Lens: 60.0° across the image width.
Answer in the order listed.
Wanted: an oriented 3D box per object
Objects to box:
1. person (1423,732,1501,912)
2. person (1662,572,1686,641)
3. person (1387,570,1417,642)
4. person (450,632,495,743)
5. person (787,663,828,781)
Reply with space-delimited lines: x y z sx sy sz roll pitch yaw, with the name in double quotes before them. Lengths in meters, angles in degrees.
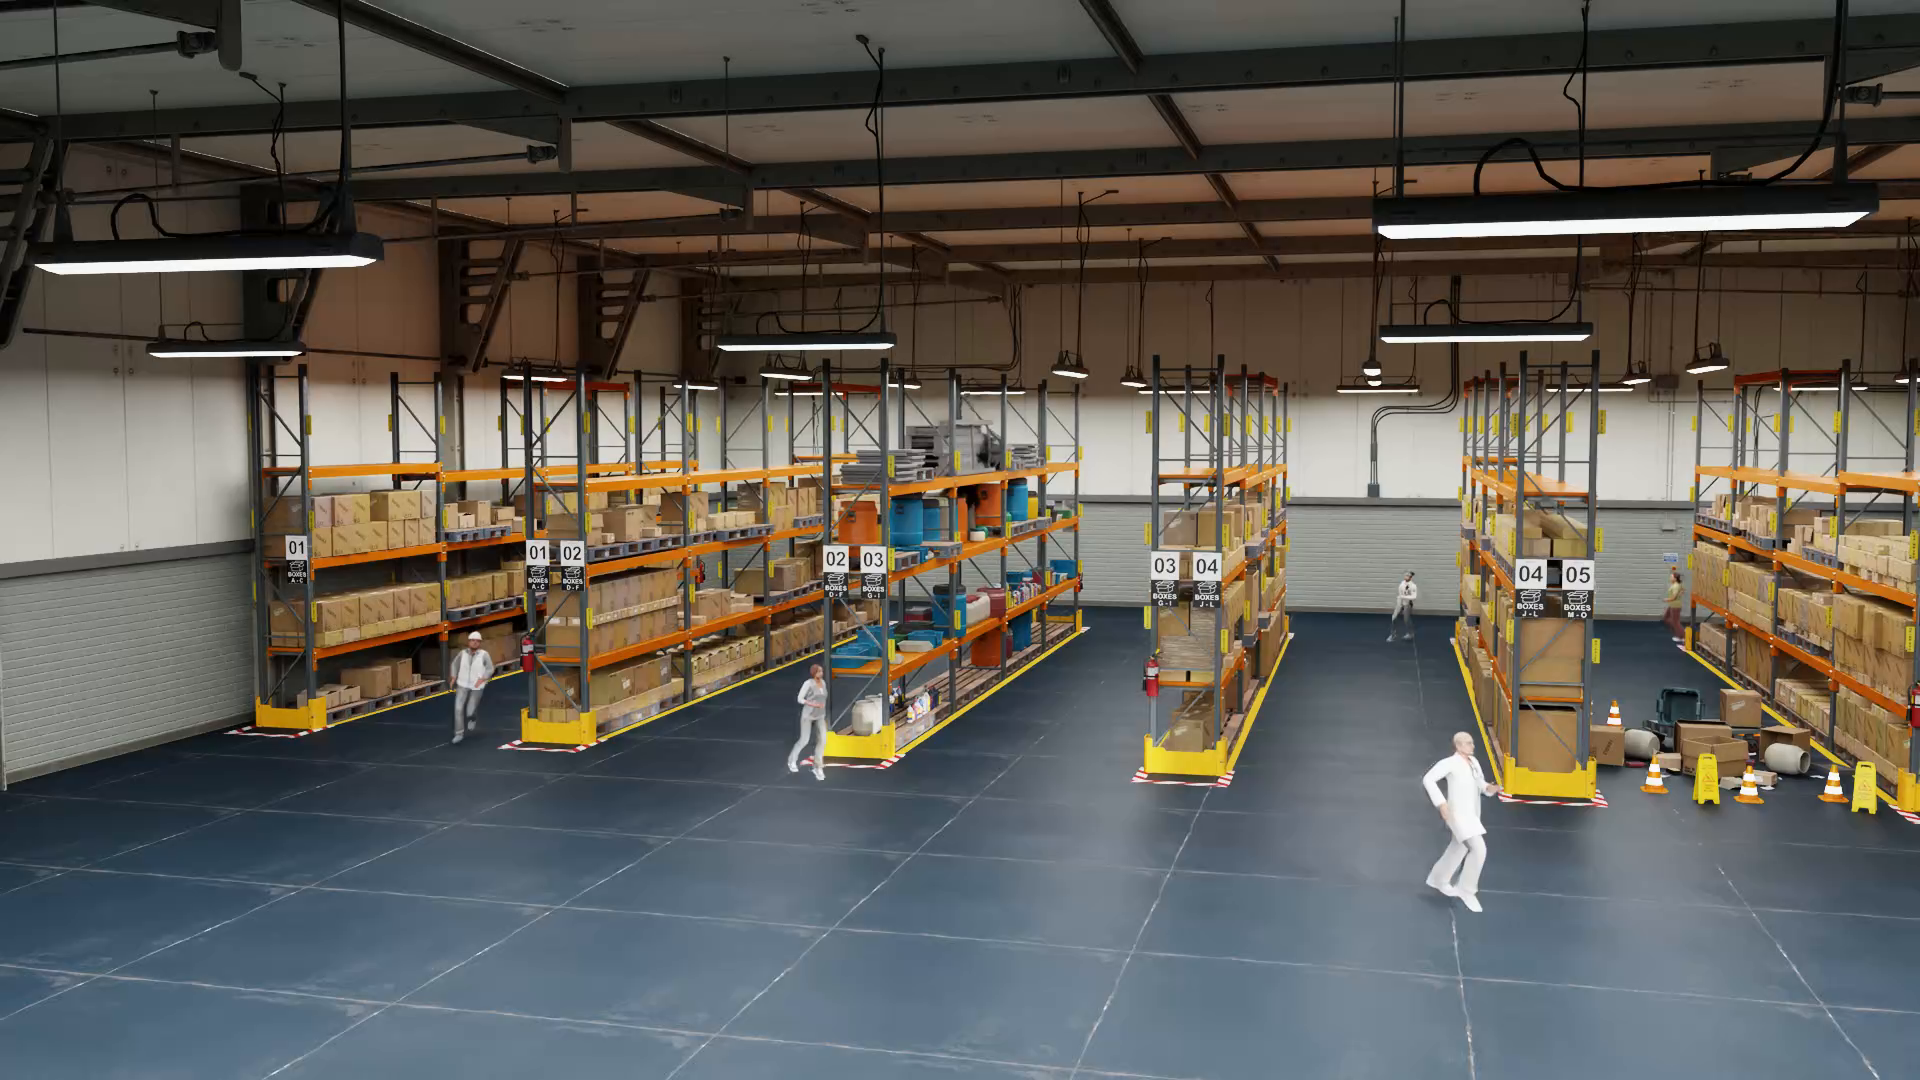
"person" 5.240 2.924 17.355 0.828 1.846 0.669 4 5 42
"person" 16.493 1.538 38.341 0.558 1.624 0.619 1 4 19
"person" 10.321 1.529 38.425 0.739 1.704 0.614 -3 5 -39
"person" -7.782 2.326 26.536 0.701 1.726 0.733 0 4 -3
"person" -2.102 2.564 23.742 0.569 1.616 0.764 -4 5 -42
